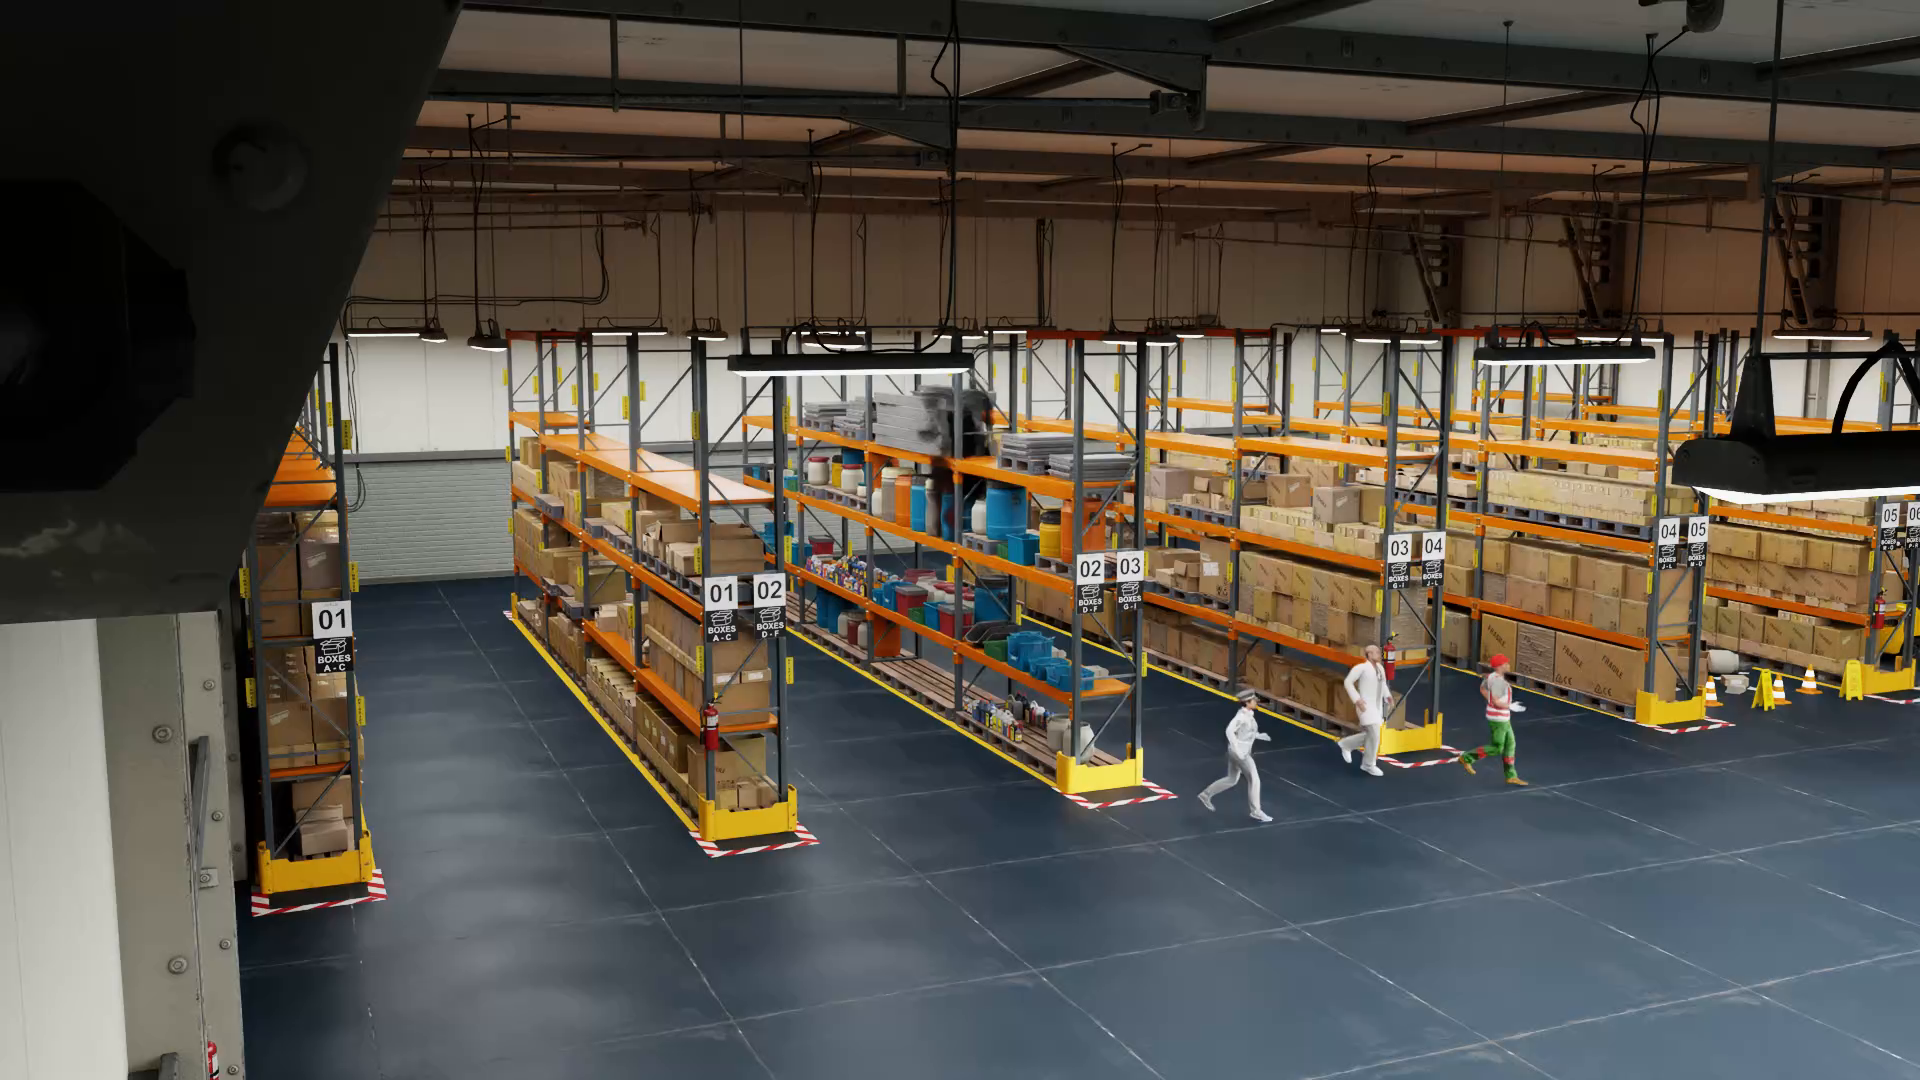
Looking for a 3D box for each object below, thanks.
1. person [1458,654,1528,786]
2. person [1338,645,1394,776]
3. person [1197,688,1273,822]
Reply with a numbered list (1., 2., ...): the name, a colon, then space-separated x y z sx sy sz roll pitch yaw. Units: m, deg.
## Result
1. person: 7.220 2.418 22.430 0.928 1.792 0.660 2 8 15
2. person: 5.673 2.338 23.181 0.752 1.758 0.800 -7 10 -42
3. person: 3.470 2.680 20.818 0.919 1.689 0.581 1 8 5
